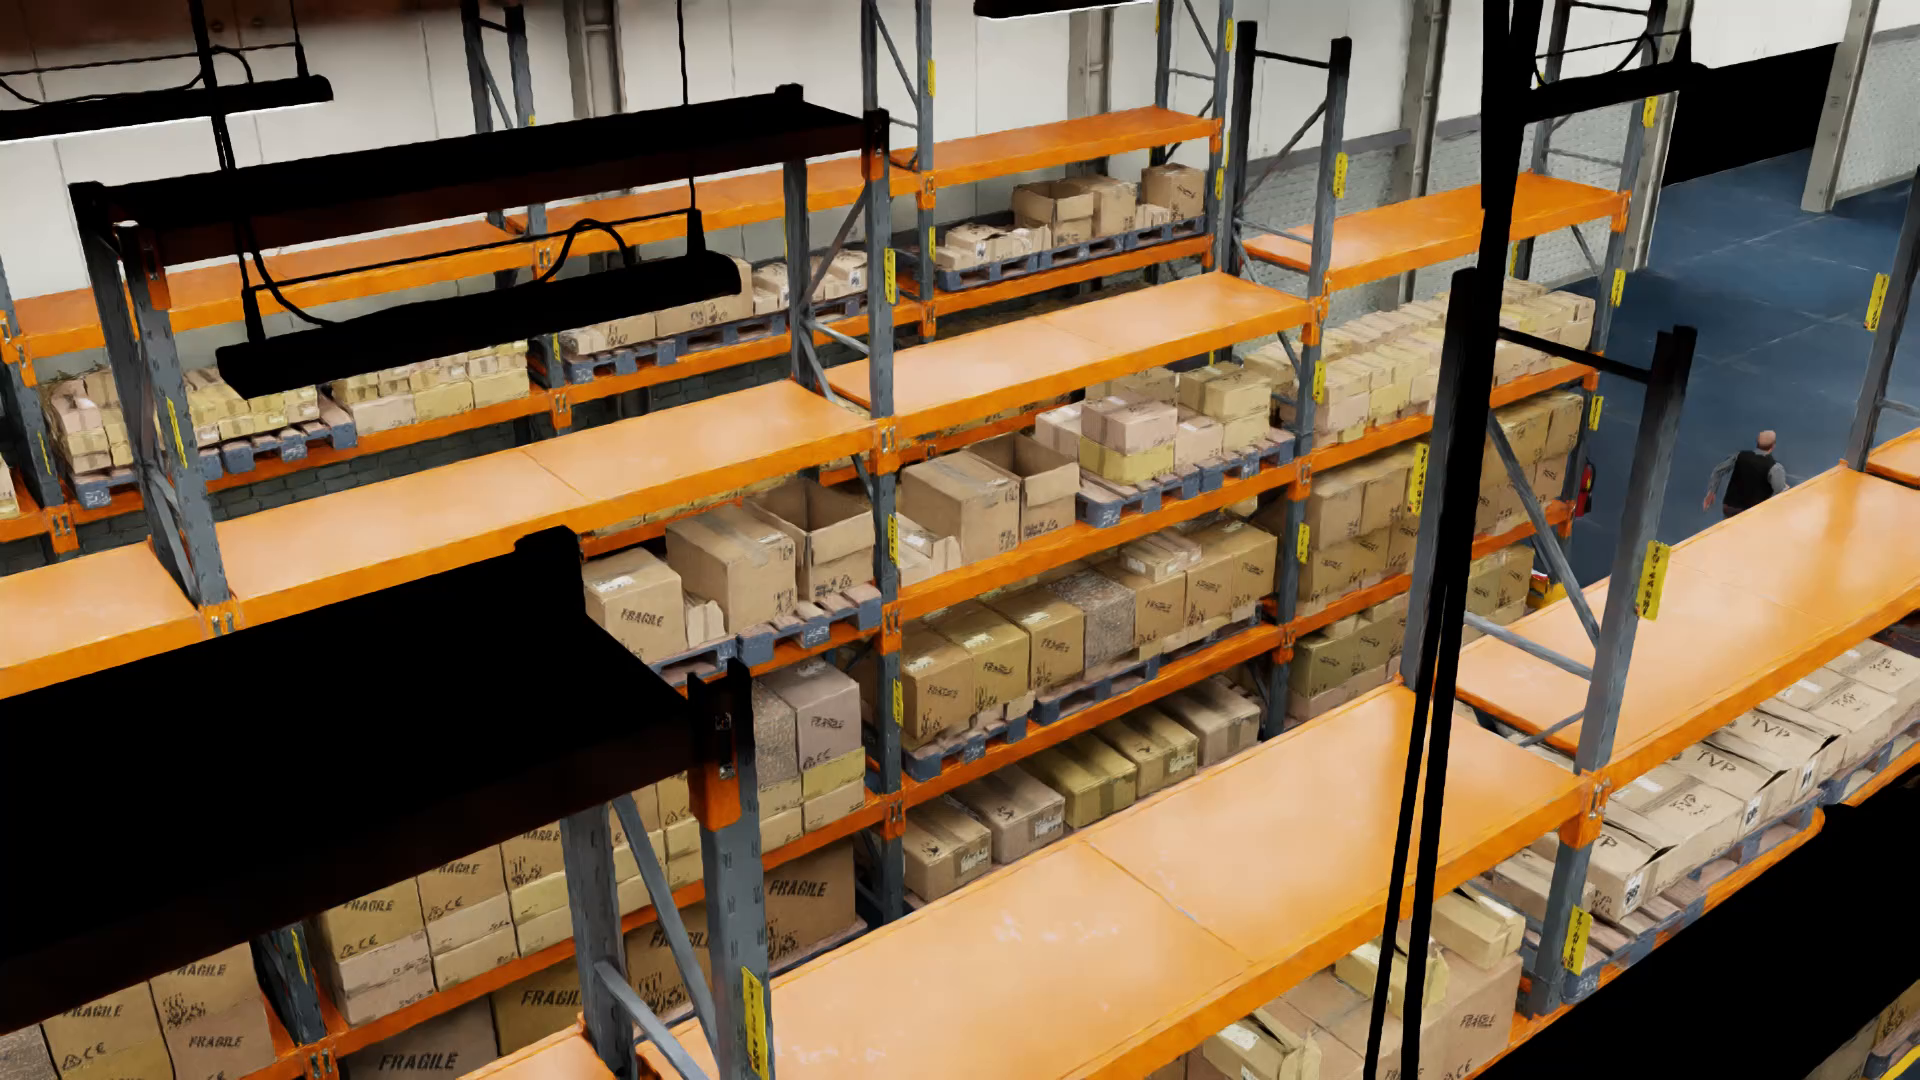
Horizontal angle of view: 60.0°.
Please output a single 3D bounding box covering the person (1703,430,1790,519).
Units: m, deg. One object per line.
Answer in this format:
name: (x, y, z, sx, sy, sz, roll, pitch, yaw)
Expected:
person: (7.973, -0.319, 16.877, 0.866, 1.658, 0.680, -16, 30, -29)
